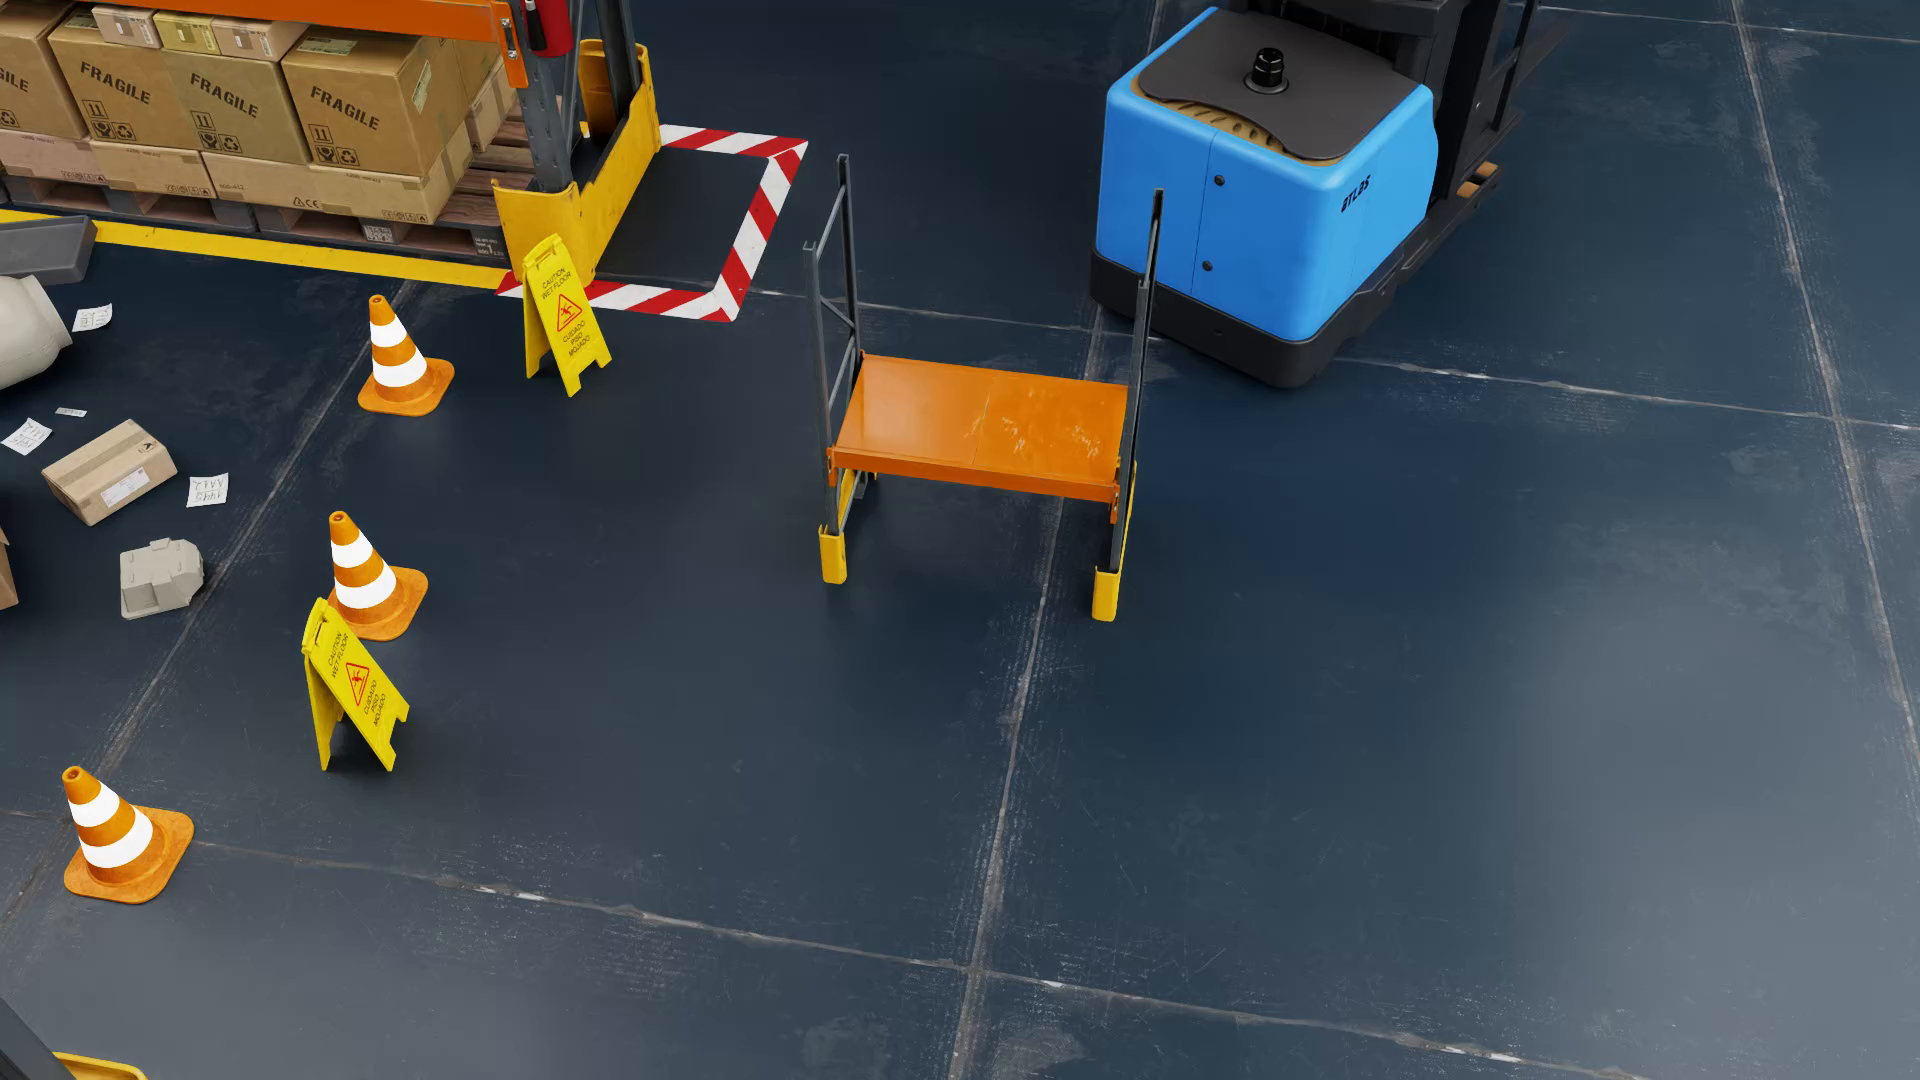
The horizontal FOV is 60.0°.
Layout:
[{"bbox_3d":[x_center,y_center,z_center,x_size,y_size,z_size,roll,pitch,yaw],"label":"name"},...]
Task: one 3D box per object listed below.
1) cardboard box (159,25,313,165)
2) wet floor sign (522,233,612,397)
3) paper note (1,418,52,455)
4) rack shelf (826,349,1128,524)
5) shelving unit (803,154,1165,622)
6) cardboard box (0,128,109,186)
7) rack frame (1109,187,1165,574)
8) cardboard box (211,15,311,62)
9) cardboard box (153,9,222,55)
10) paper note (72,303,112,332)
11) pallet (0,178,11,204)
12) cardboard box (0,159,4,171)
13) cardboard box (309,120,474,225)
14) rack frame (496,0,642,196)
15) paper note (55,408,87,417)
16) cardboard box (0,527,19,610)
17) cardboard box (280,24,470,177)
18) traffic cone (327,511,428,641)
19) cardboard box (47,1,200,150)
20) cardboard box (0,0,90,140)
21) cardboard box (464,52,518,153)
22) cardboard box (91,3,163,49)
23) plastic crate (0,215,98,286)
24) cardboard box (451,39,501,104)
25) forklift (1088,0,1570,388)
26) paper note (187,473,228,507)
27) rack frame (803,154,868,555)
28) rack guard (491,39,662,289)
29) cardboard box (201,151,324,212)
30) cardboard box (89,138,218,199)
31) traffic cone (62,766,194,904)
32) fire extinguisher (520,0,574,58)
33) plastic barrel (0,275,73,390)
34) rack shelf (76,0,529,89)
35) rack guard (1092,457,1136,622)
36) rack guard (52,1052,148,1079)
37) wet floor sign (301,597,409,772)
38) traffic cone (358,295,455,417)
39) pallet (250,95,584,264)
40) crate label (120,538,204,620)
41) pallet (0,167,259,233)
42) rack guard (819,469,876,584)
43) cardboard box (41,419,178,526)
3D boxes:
[{"bbox_3d":[-2.963,-1.973,7.068,0.500,0.500,0.500,9,49,8],"label":"cardboard box"},{"bbox_3d":[-1.617,-0.924,6.647,0.232,0.644,0.267,23,52,20],"label":"wet floor sign"},{"bbox_3d":[-3.707,-0.414,6.609,0.142,0.019,0.148,23,52,20],"label":"paper note"},{"bbox_3d":[0.084,-0.370,5.816,1.000,0.185,0.538,8,49,7],"label":"rack shelf"},{"bbox_3d":[0.075,-0.491,5.683,1.083,1.500,0.587,8,49,7],"label":"shelving unit"},{"bbox_3d":[-3.968,-1.864,7.474,0.500,0.250,0.500,7,48,6],"label":"cardboard box"},{"bbox_3d":[0.584,-0.423,5.622,0.032,1.500,0.500,8,49,7],"label":"rack frame"},{"bbox_3d":[-2.822,-2.123,6.767,0.250,0.149,0.380,9,49,8],"label":"cardboard box"},{"bbox_3d":[-3.069,-2.158,6.799,0.250,0.149,0.380,8,49,7],"label":"cardboard box"},{"bbox_3d":[-3.696,-0.949,7.082,0.148,0.019,0.142,-7,48,-7],"label":"paper note"},{"bbox_3d":[-4.883,-2.054,7.953,1.213,0.211,1.003,8,49,7],"label":"pallet"},{"bbox_3d":[-4.490,-1.932,7.536,0.500,0.250,0.500,10,49,9],"label":"cardboard box"},{"bbox_3d":[-2.481,-1.654,7.286,0.500,0.250,0.500,7,48,7],"label":"cardboard box"},{"bbox_3d":[-1.614,-2.520,6.497,0.127,3.000,1.000,8,49,7],"label":"rack frame"},{"bbox_3d":[-3.586,-0.516,6.706,0.123,0.001,0.032,8,49,7],"label":"paper note"},{"bbox_3d":[-3.793,-0.064,5.970,0.637,0.503,0.797,-23,52,-19],"label":"cardboard box"},{"bbox_3d":[-2.449,-1.907,7.009,0.500,0.500,0.500,8,49,7],"label":"cardboard box"},{"bbox_3d":[-2.129,0.073,5.873,0.334,0.463,0.336,8,49,7],"label":"traffic cone"},{"bbox_3d":[-3.458,-2.045,7.133,0.500,0.500,0.500,7,48,6],"label":"cardboard box"},{"bbox_3d":[-3.979,-2.113,7.194,0.500,0.500,0.500,10,49,9],"label":"cardboard box"},{"bbox_3d":[-2.358,-2.050,7.642,0.500,0.250,0.500,7,48,7],"label":"cardboard box"},{"bbox_3d":[-3.328,-2.195,6.831,0.250,0.149,0.380,10,49,8],"label":"cardboard box"},{"bbox_3d":[-4.151,-1.265,7.333,0.583,0.080,0.402,-7,48,-7],"label":"plastic crate"},{"bbox_3d":[-2.382,-2.303,7.365,0.500,0.500,0.500,6,48,6],"label":"cardboard box"},{"bbox_3d":[1.843,-2.641,6.653,1.130,2.935,3.031,30,54,24],"label":"forklift"},{"bbox_3d":[-2.898,-0.195,6.405,0.142,0.019,0.148,-7,48,-7],"label":"paper note"},{"bbox_3d":[-0.416,-0.557,5.742,0.032,1.500,0.500,8,49,7],"label":"rack frame"},{"bbox_3d":[-1.689,-1.694,7.436,0.348,0.500,1.175,8,49,7],"label":"rack guard"},{"bbox_3d":[-2.966,-1.725,7.350,0.500,0.250,0.500,8,49,7],"label":"cardboard box"},{"bbox_3d":[-3.481,-1.790,7.408,0.500,0.250,0.500,6,48,5],"label":"cardboard box"},{"bbox_3d":[-2.665,0.855,5.170,0.334,0.463,0.336,8,49,7],"label":"traffic cone"},{"bbox_3d":[-1.583,-2.141,6.209,0.183,0.674,0.296,8,49,7],"label":"fire extinguisher"},{"bbox_3d":[-3.916,-0.824,6.705,0.512,0.421,0.421,-32,55,-25],"label":"plastic barrel"},{"bbox_3d":[-3.582,-2.544,7.003,4.000,0.370,1.077,8,49,7],"label":"rack shelf"},{"bbox_3d":[0.565,-0.008,6.089,0.087,0.250,0.587,8,49,7],"label":"rack guard"},{"bbox_3d":[-2.371,1.956,4.157,0.348,0.500,1.175,8,49,7],"label":"rack guard"},{"bbox_3d":[-2.014,0.459,5.404,0.232,0.644,0.267,0,48,0],"label":"wet floor sign"},{"bbox_3d":[-2.266,-0.784,6.644,0.334,0.463,0.336,8,49,7],"label":"traffic cone"},{"bbox_3d":[-2.482,-1.731,7.663,1.213,0.211,1.003,8,49,7],"label":"pallet"},{"bbox_3d":[-2.914,0.123,6.047,0.298,0.136,0.250,-15,50,-13],"label":"crate label"},{"bbox_3d":[-3.679,-1.894,7.810,1.213,0.211,1.003,8,49,7],"label":"pallet"},{"bbox_3d":[-0.415,-0.139,6.207,0.087,0.250,0.587,8,49,7],"label":"rack guard"},{"bbox_3d":[-3.262,-0.261,6.385,0.250,0.149,0.380,32,56,26],"label":"cardboard box"}]
